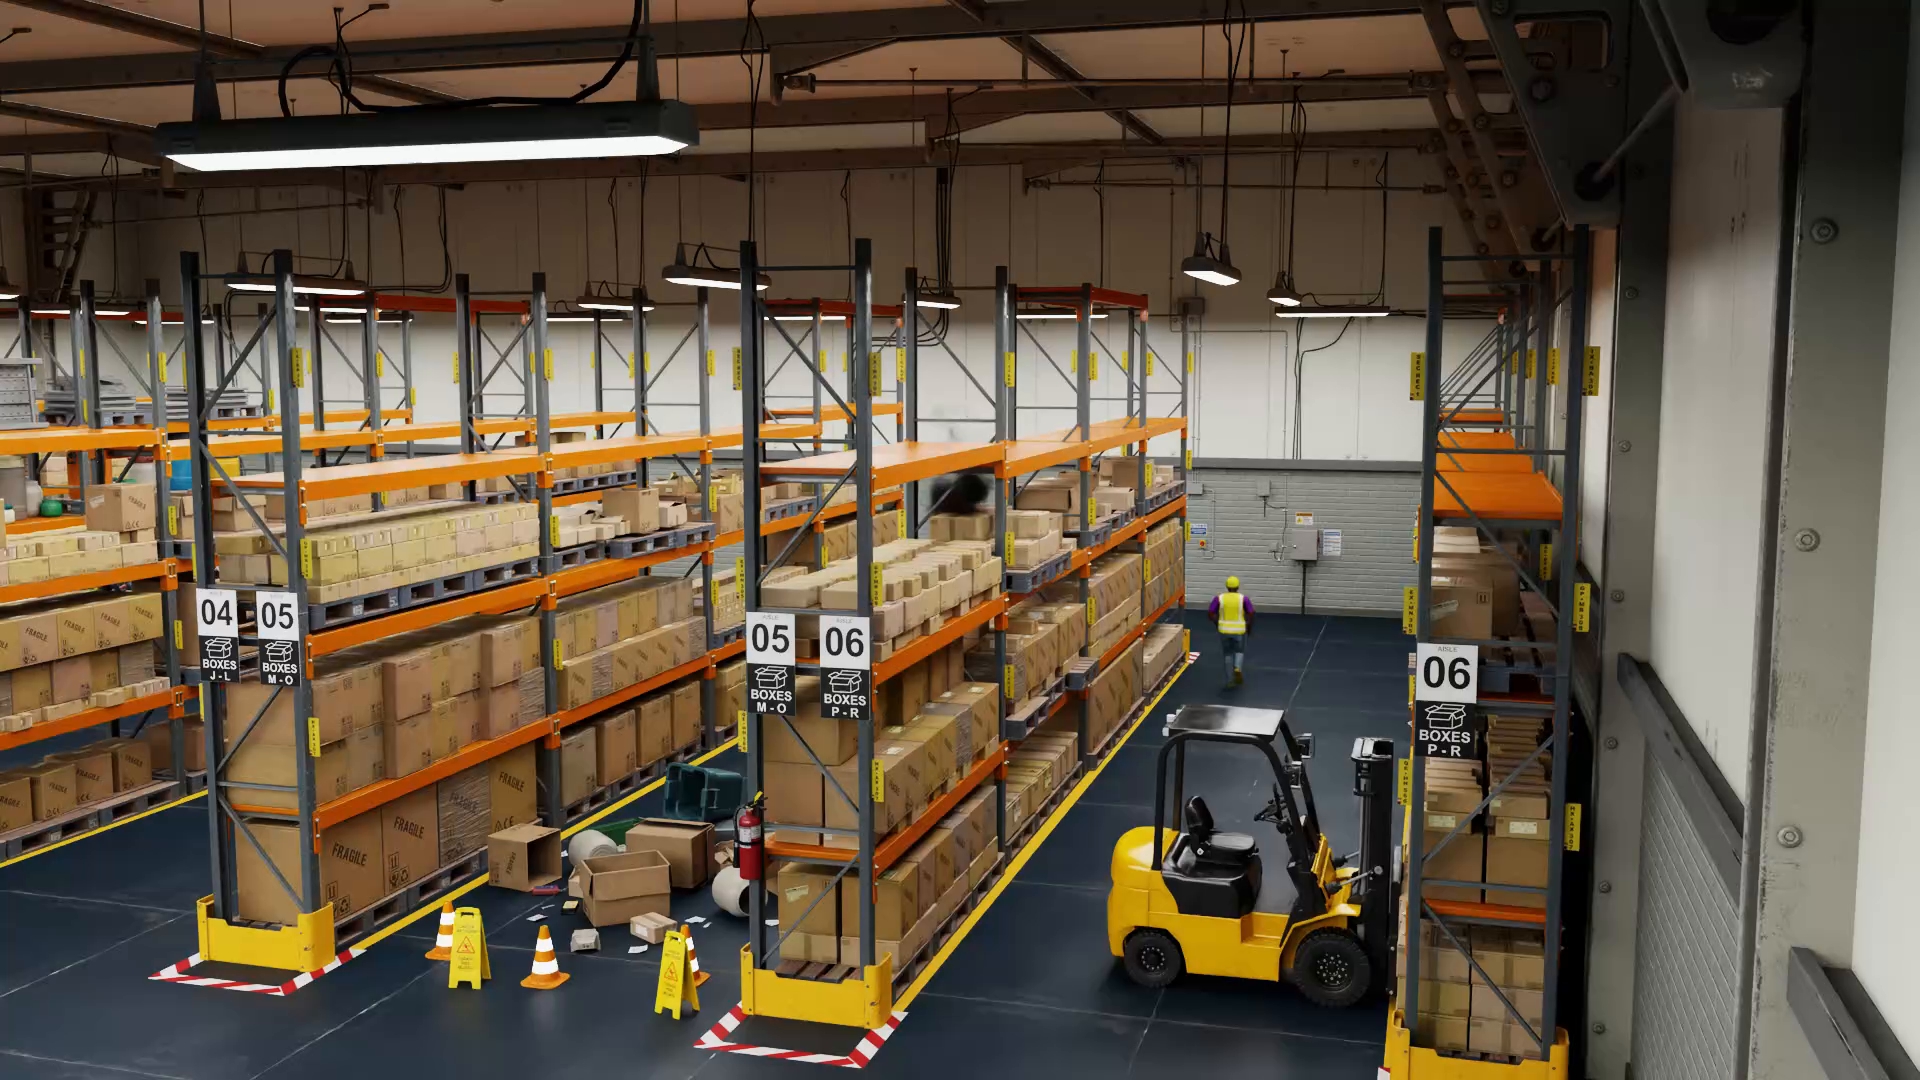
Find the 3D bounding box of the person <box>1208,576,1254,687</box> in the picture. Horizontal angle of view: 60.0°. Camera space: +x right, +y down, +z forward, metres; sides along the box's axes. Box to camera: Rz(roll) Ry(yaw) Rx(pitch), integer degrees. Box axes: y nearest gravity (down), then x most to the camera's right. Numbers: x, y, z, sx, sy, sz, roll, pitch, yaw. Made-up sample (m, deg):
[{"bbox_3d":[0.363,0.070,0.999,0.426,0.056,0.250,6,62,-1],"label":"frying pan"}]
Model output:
[{"bbox_3d":[4.209,1.424,25.815,0.715,1.732,0.577,1,7,13],"label":"person"}]
